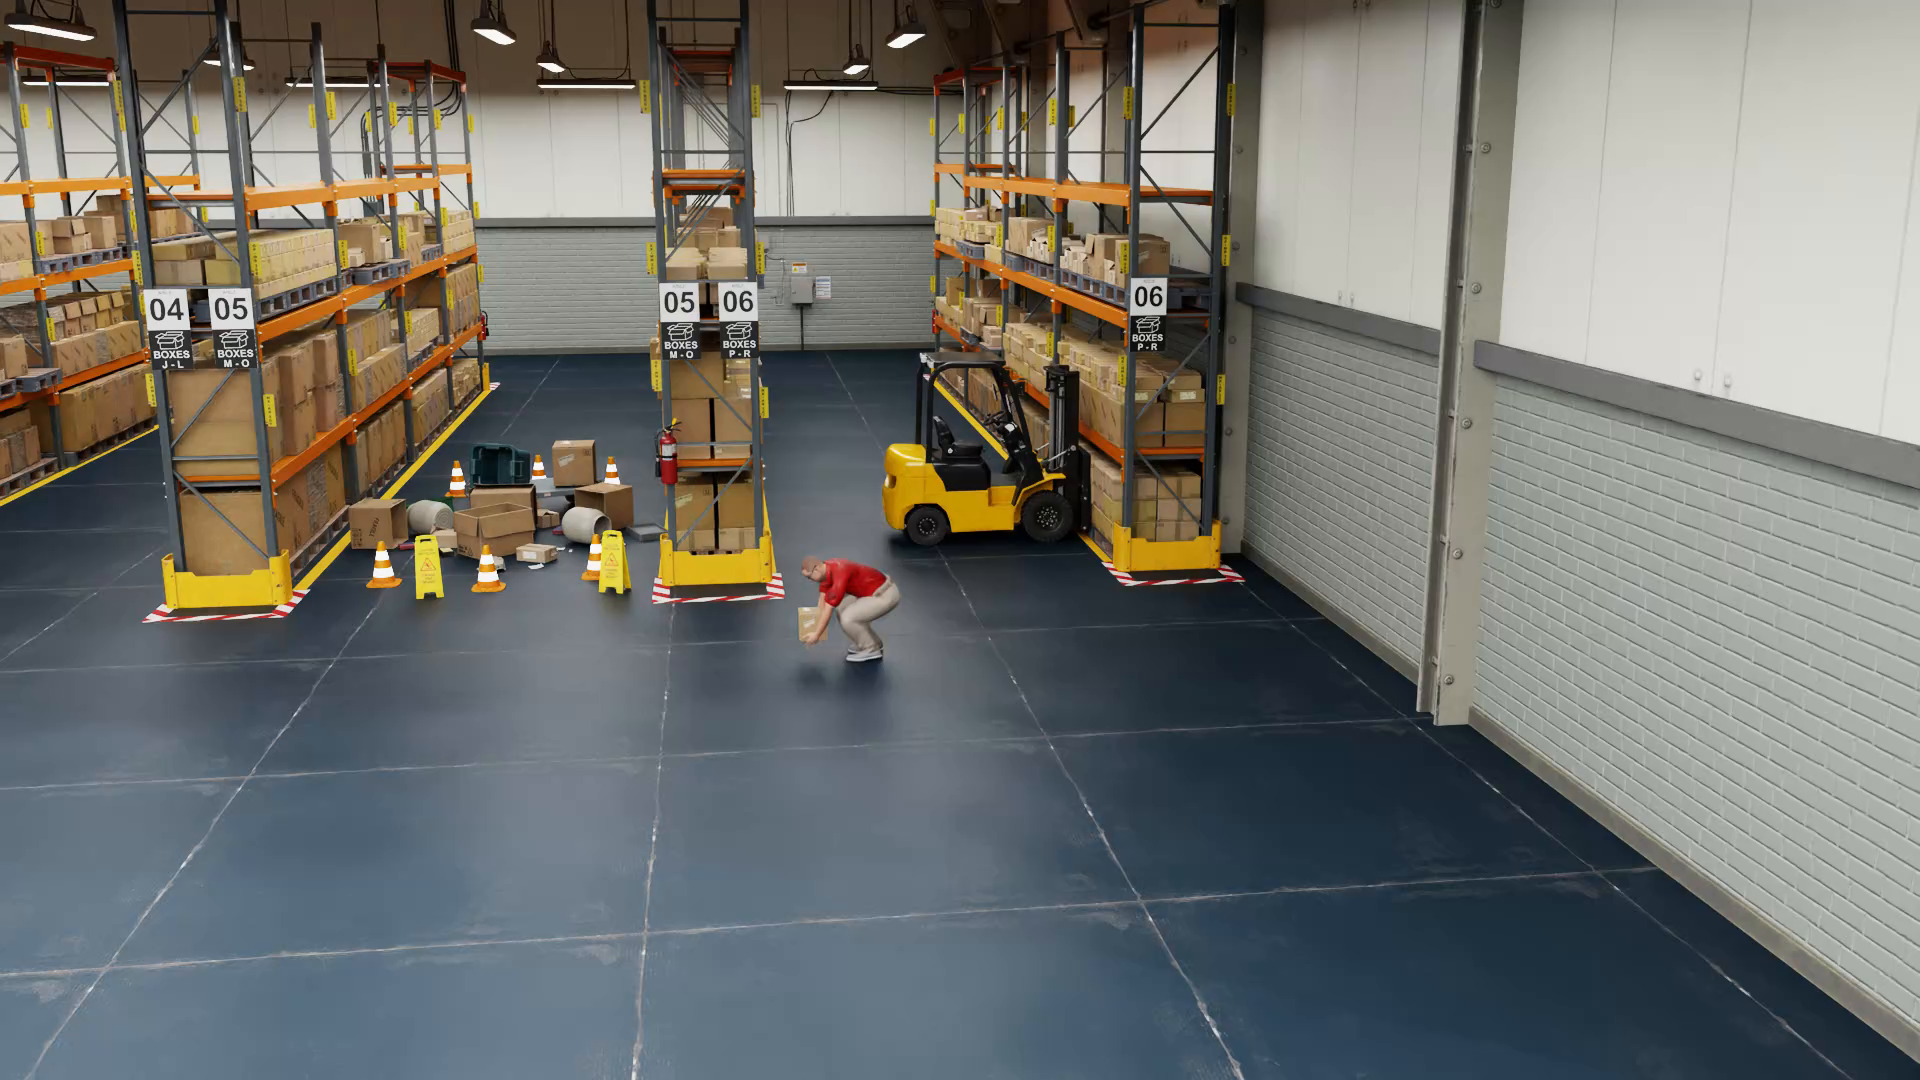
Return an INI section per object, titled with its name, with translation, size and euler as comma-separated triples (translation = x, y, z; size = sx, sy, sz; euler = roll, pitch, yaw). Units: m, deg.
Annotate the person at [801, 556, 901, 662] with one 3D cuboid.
[person]
translation = -1.013, 0.623, 15.125
size = 0.867, 0.927, 0.524
euler = -2, 13, -10
